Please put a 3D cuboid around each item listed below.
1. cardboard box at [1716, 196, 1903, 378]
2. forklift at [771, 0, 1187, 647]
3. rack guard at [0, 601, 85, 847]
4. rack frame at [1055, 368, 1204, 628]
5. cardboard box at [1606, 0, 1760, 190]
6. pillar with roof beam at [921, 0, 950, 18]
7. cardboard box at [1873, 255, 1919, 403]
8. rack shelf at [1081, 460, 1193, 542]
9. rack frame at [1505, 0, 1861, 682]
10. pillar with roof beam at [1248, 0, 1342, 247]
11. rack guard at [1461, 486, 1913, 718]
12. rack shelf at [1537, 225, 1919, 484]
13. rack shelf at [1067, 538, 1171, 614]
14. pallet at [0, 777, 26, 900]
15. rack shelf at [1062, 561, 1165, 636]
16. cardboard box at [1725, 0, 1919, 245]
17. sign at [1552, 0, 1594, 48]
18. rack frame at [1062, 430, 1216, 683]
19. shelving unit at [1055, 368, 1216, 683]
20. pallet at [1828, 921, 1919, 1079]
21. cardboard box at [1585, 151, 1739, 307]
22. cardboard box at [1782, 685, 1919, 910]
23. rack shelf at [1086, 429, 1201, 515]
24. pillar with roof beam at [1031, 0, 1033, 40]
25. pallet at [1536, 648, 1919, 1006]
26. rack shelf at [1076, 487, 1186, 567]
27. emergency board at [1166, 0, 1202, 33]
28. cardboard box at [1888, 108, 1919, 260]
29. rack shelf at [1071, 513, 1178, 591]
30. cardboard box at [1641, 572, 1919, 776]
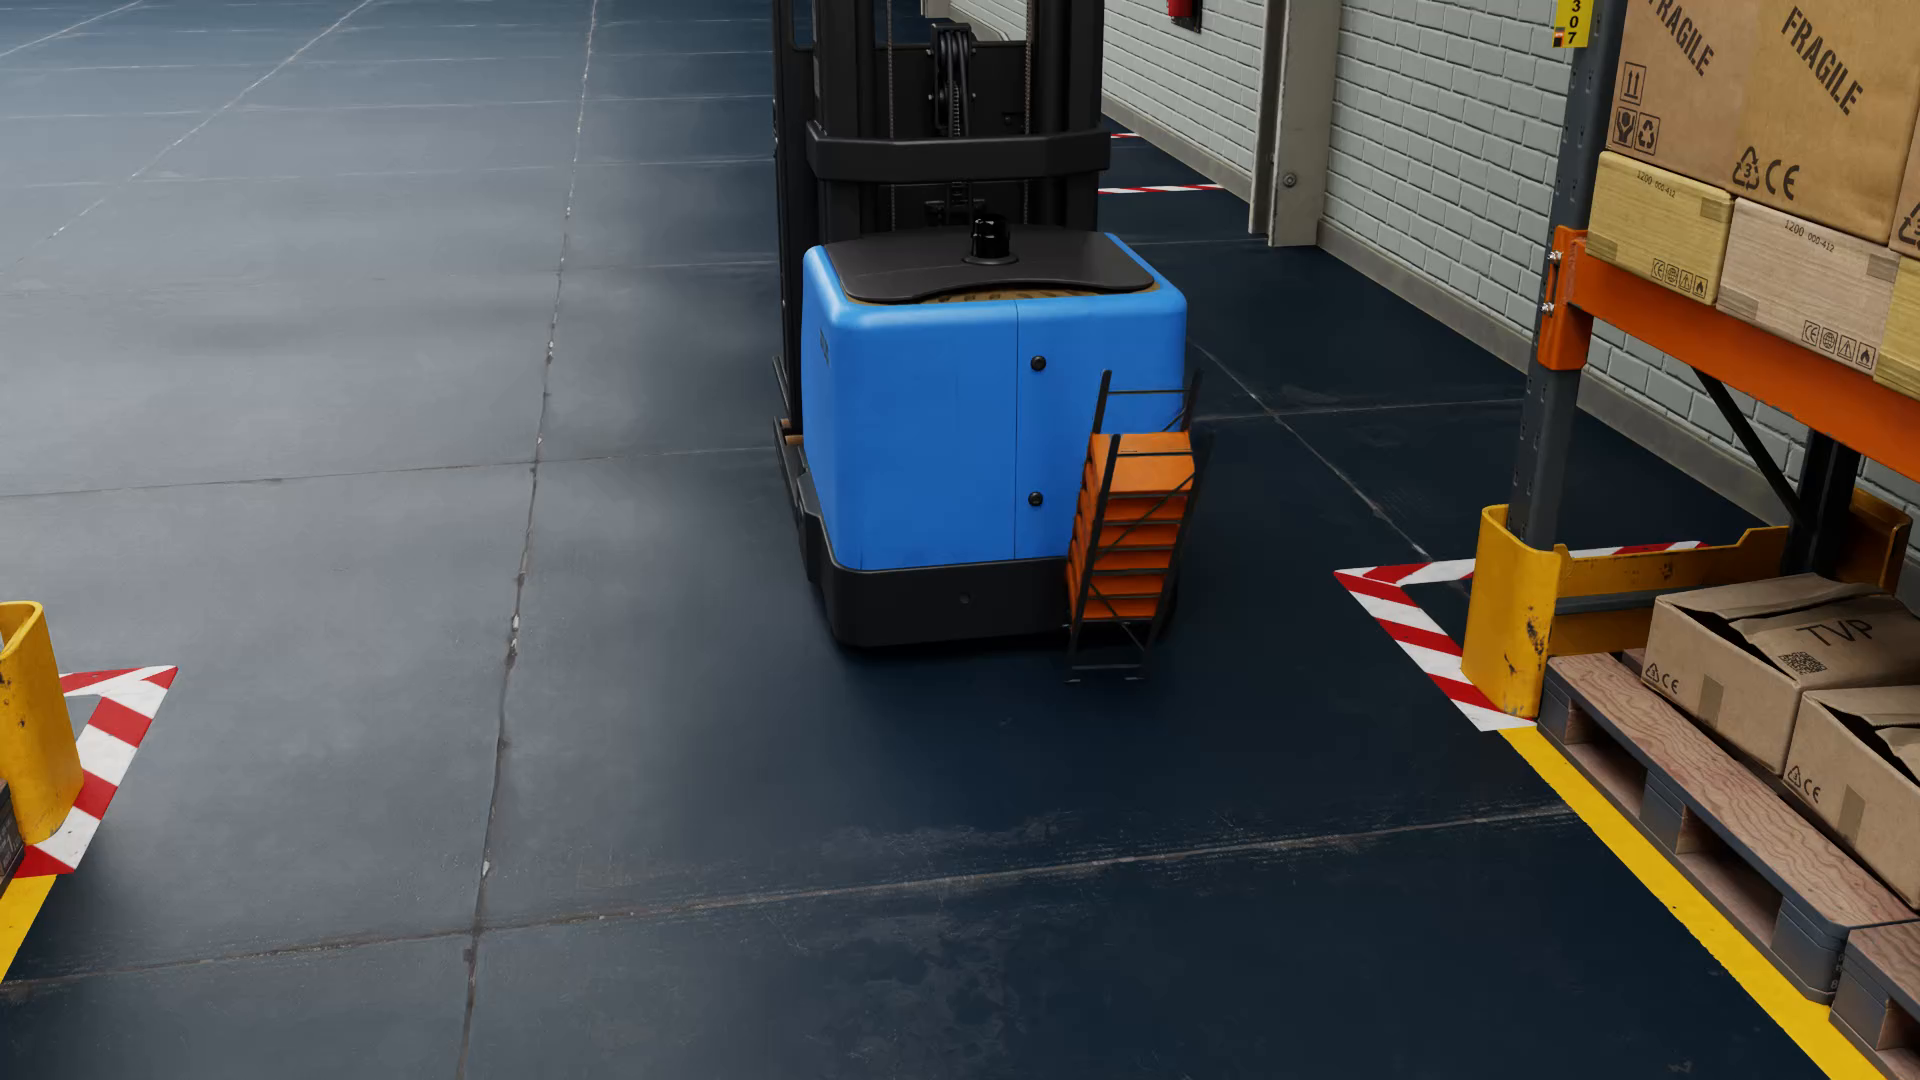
[{"bbox_3d":[1.938,-0.538,3.397,0.500,0.250,0.500,-5,24,-11],"label":"cardboard box"},{"bbox_3d":[-0.115,-1.591,5.731,1.130,2.935,3.031,-4,24,-10],"label":"forklift"},{"bbox_3d":[-2.822,0.488,4.008,1.175,0.500,0.348,-4,24,-10],"label":"rack guard"},{"bbox_3d":[0.428,-0.073,4.405,0.240,1.200,0.006,-2,57,-4],"label":"rack frame"},{"bbox_3d":[1.843,-1.090,3.724,0.500,0.500,0.500,-4,24,-10],"label":"cardboard box"},{"bbox_3d":[-4.530,-10.316,18.126,9.100,9.000,0.400,-4,24,-10],"label":"pillar with roof beam"},{"bbox_3d":[2.026,-0.337,2.937,0.500,0.250,0.500,-5,24,-11],"label":"cardboard box"},{"bbox_3d":[0.443,-0.103,4.192,0.258,0.103,0.180,-2,57,-4],"label":"rack shelf"},{"bbox_3d":[2.050,-1.016,4.329,1.000,3.000,0.127,-4,24,-10],"label":"rack frame"},{"bbox_3d":[-2.311,-5.596,7.319,9.100,9.000,0.400,-4,24,-10],"label":"pillar with roof beam"},{"bbox_3d":[2.064,0.159,4.761,1.175,0.500,0.348,-4,24,-10],"label":"rack guard"},{"bbox_3d":[2.420,0.100,2.672,1.077,0.370,4.000,-4,24,-10],"label":"rack shelf"},{"bbox_3d":[0.427,0.093,4.494,0.258,0.103,0.180,-2,57,-4],"label":"rack shelf"},{"bbox_3d":[-2.635,0.927,3.363,1.003,0.211,1.213,-4,24,-10],"label":"pallet"},{"bbox_3d":[0.421,0.158,4.594,0.258,0.103,0.180,-2,57,-4],"label":"rack shelf"},{"bbox_3d":[1.924,-0.895,3.277,0.500,0.500,0.500,-4,24,-10],"label":"cardboard box"},{"bbox_3d":[1.517,-1.373,4.064,0.100,0.325,0.005,-4,24,-10],"label":"sign"},{"bbox_3d":[0.440,0.080,4.306,0.240,1.200,0.006,-2,57,-4],"label":"rack frame"},{"bbox_3d":[0.434,0.004,4.356,0.258,1.200,0.189,-2,57,-4],"label":"shelving unit"},{"bbox_3d":[2.401,1.093,2.985,1.003,0.211,1.213,-4,24,-10],"label":"pallet"},{"bbox_3d":[1.828,-0.741,3.862,0.500,0.250,0.500,-5,24,-11],"label":"cardboard box"},{"bbox_3d":[2.195,0.517,3.627,0.500,0.311,0.500,-2,24,-5],"label":"cardboard box"},{"bbox_3d":[0.448,-0.168,4.091,0.258,0.103,0.180,-2,57,-4],"label":"rack shelf"},{"bbox_3d":[-3.420,-7.956,12.722,9.100,9.000,0.400,-4,24,-10],"label":"pillar with roof beam"},{"bbox_3d":[2.179,0.614,4.081,1.003,0.211,1.213,-4,24,-10],"label":"pallet"},{"bbox_3d":[0.437,-0.037,4.292,0.258,0.103,0.180,-2,57,-4],"label":"rack shelf"},{"bbox_3d":[1.500,-4.140,11.481,0.194,1.169,0.643,-4,24,-10],"label":"emergency board"},{"bbox_3d":[2.014,-0.692,2.811,0.500,0.500,0.500,-5,24,-11],"label":"cardboard box"},{"bbox_3d":[0.432,0.028,4.393,0.258,0.103,0.180,-2,57,-4],"label":"rack shelf"},{"bbox_3d":[2.089,0.293,4.141,0.500,0.311,0.500,-7,25,-16],"label":"cardboard box"}]
